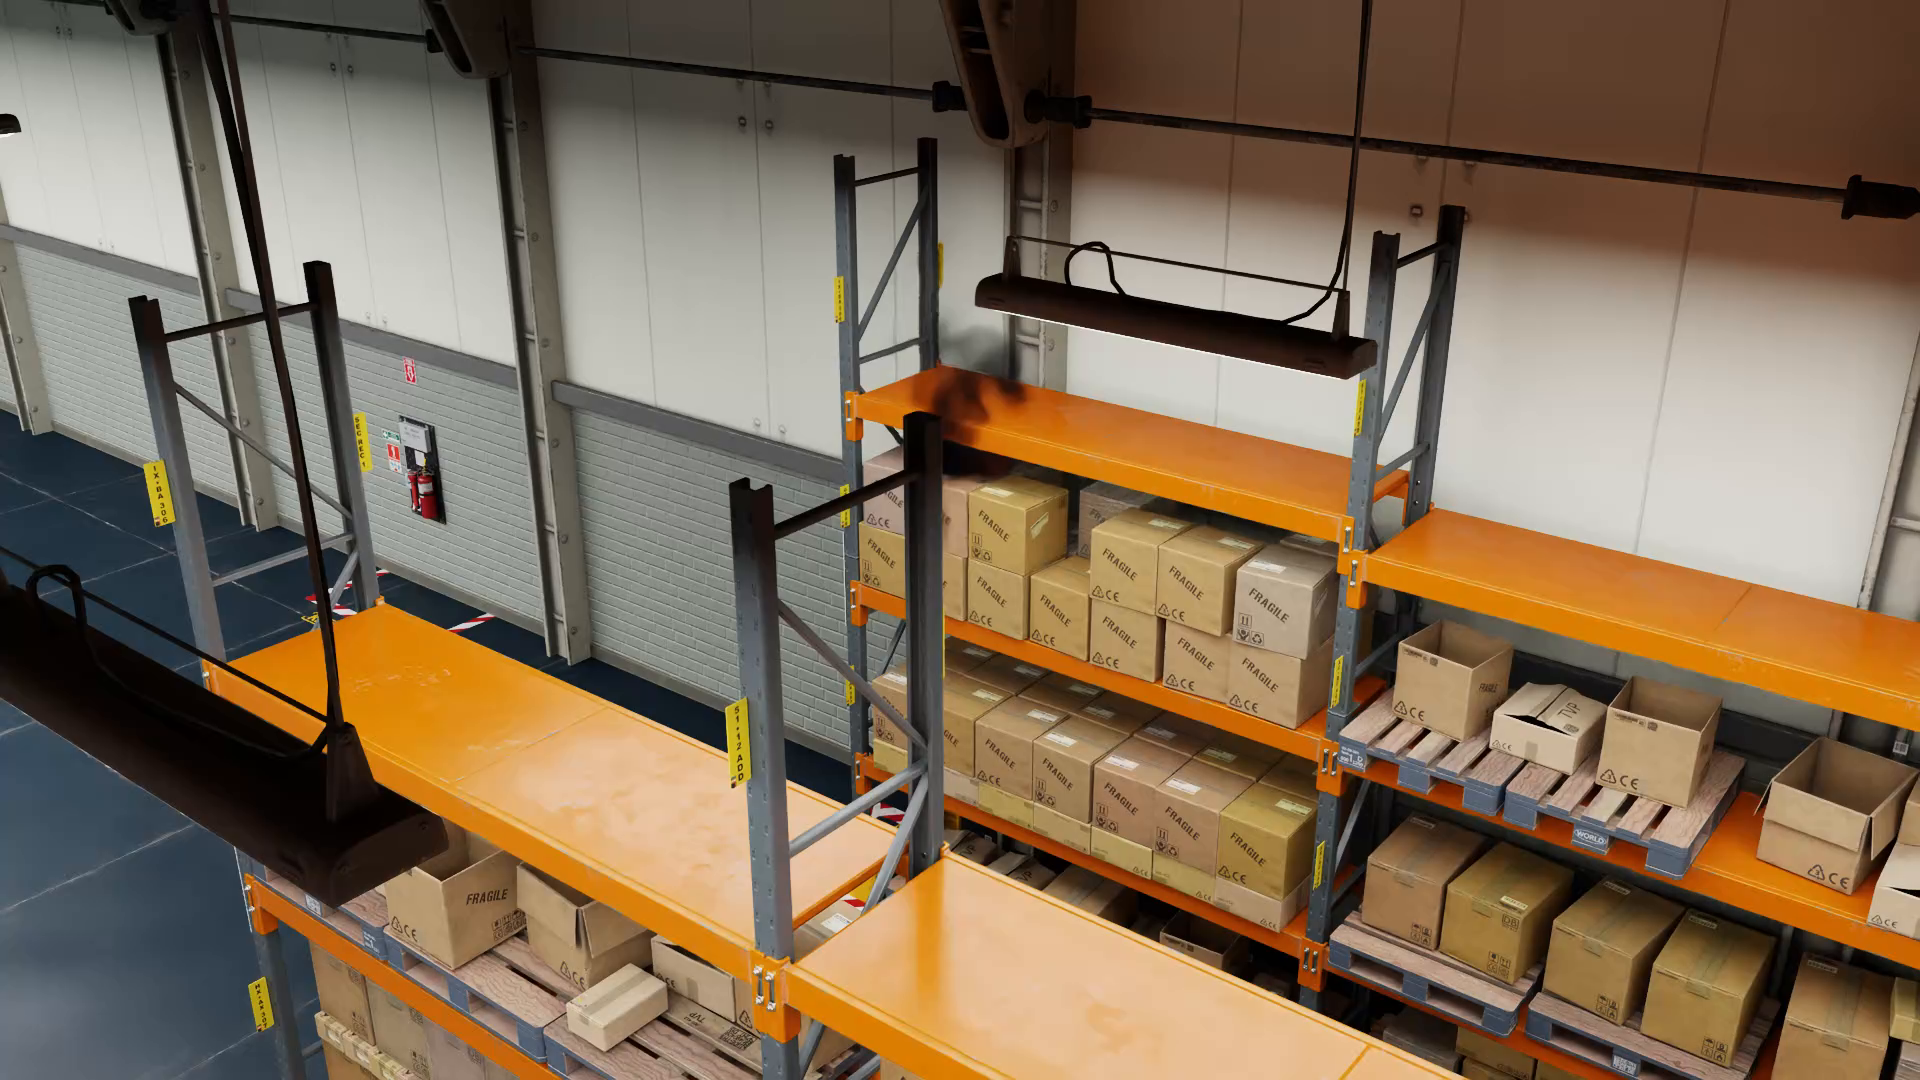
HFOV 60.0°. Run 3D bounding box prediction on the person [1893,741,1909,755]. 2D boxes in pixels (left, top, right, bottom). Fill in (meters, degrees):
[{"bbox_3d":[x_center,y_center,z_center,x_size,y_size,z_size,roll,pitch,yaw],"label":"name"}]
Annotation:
[{"bbox_3d":[0.796,6.668,0.339,15.623,3.371,21.680,17,28,35],"label":"person"}]
